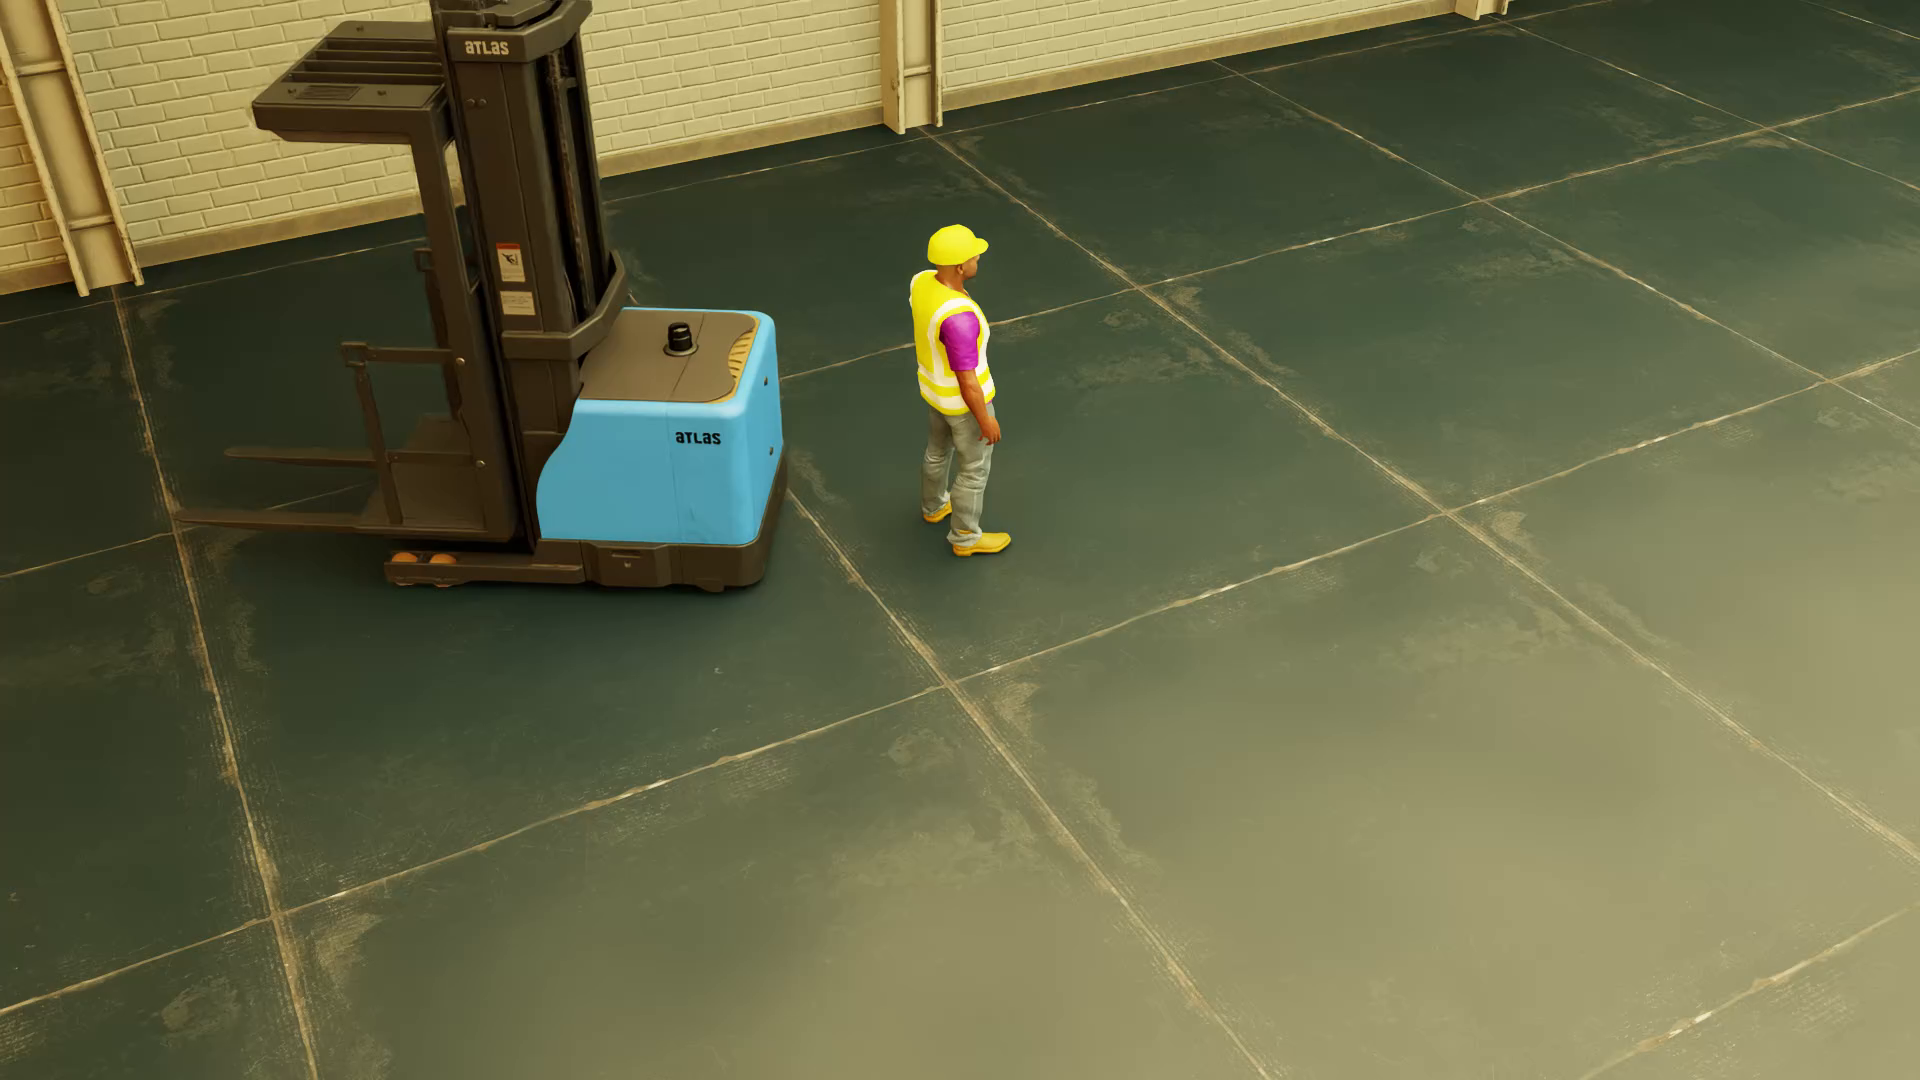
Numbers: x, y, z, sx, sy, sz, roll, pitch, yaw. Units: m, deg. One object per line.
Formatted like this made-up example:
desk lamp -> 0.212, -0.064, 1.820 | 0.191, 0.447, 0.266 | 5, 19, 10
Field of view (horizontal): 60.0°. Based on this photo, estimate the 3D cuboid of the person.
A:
person -> -0.010, -0.734, 8.171 | 0.426, 1.769, 0.686 | -17, 39, -23

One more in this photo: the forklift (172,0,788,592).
forklift -> -2.466, -1.262, 7.908 | 3.031, 2.935, 1.130 | 2, 35, 3
